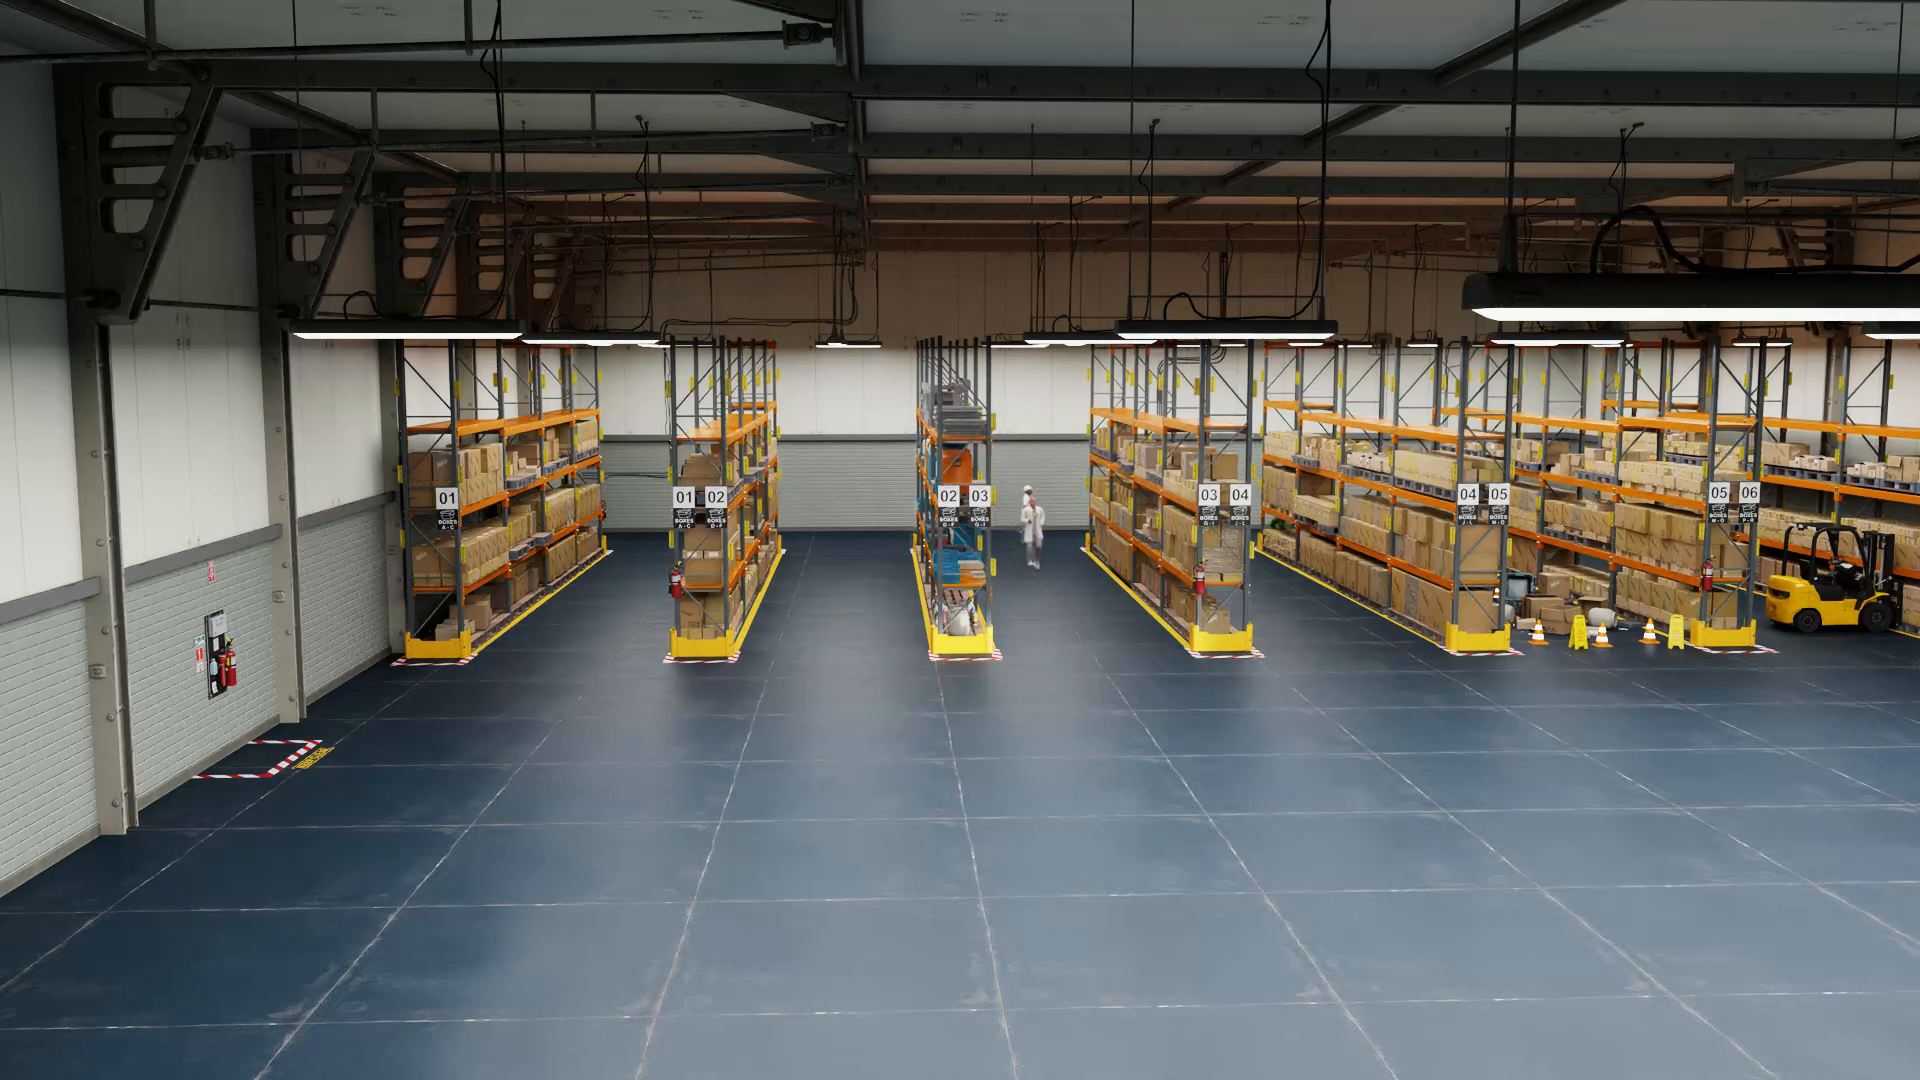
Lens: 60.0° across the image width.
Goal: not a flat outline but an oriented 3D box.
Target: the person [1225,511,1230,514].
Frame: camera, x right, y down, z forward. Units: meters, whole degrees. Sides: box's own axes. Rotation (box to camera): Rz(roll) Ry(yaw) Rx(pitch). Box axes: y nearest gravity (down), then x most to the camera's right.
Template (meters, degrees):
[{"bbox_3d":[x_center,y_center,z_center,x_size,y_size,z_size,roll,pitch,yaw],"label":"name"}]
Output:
[{"bbox_3d":[7.425,-0.469,47.234,0.739,1.748,0.698,1,7,6],"label":"person"}]

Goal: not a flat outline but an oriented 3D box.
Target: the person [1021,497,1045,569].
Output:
[{"bbox_3d":[1.867,-0.127,41.979,0.674,1.745,0.752,-1,7,-10],"label":"person"}]

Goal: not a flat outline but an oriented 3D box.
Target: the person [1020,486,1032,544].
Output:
[{"bbox_3d":[2.062,-0.758,49.474,0.558,1.729,0.757,1,7,7],"label":"person"}]

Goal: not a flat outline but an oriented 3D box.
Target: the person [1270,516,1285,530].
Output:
[{"bbox_3d":[9.381,-0.733,48.950,0.905,1.775,0.694,3,7,21],"label":"person"}]
